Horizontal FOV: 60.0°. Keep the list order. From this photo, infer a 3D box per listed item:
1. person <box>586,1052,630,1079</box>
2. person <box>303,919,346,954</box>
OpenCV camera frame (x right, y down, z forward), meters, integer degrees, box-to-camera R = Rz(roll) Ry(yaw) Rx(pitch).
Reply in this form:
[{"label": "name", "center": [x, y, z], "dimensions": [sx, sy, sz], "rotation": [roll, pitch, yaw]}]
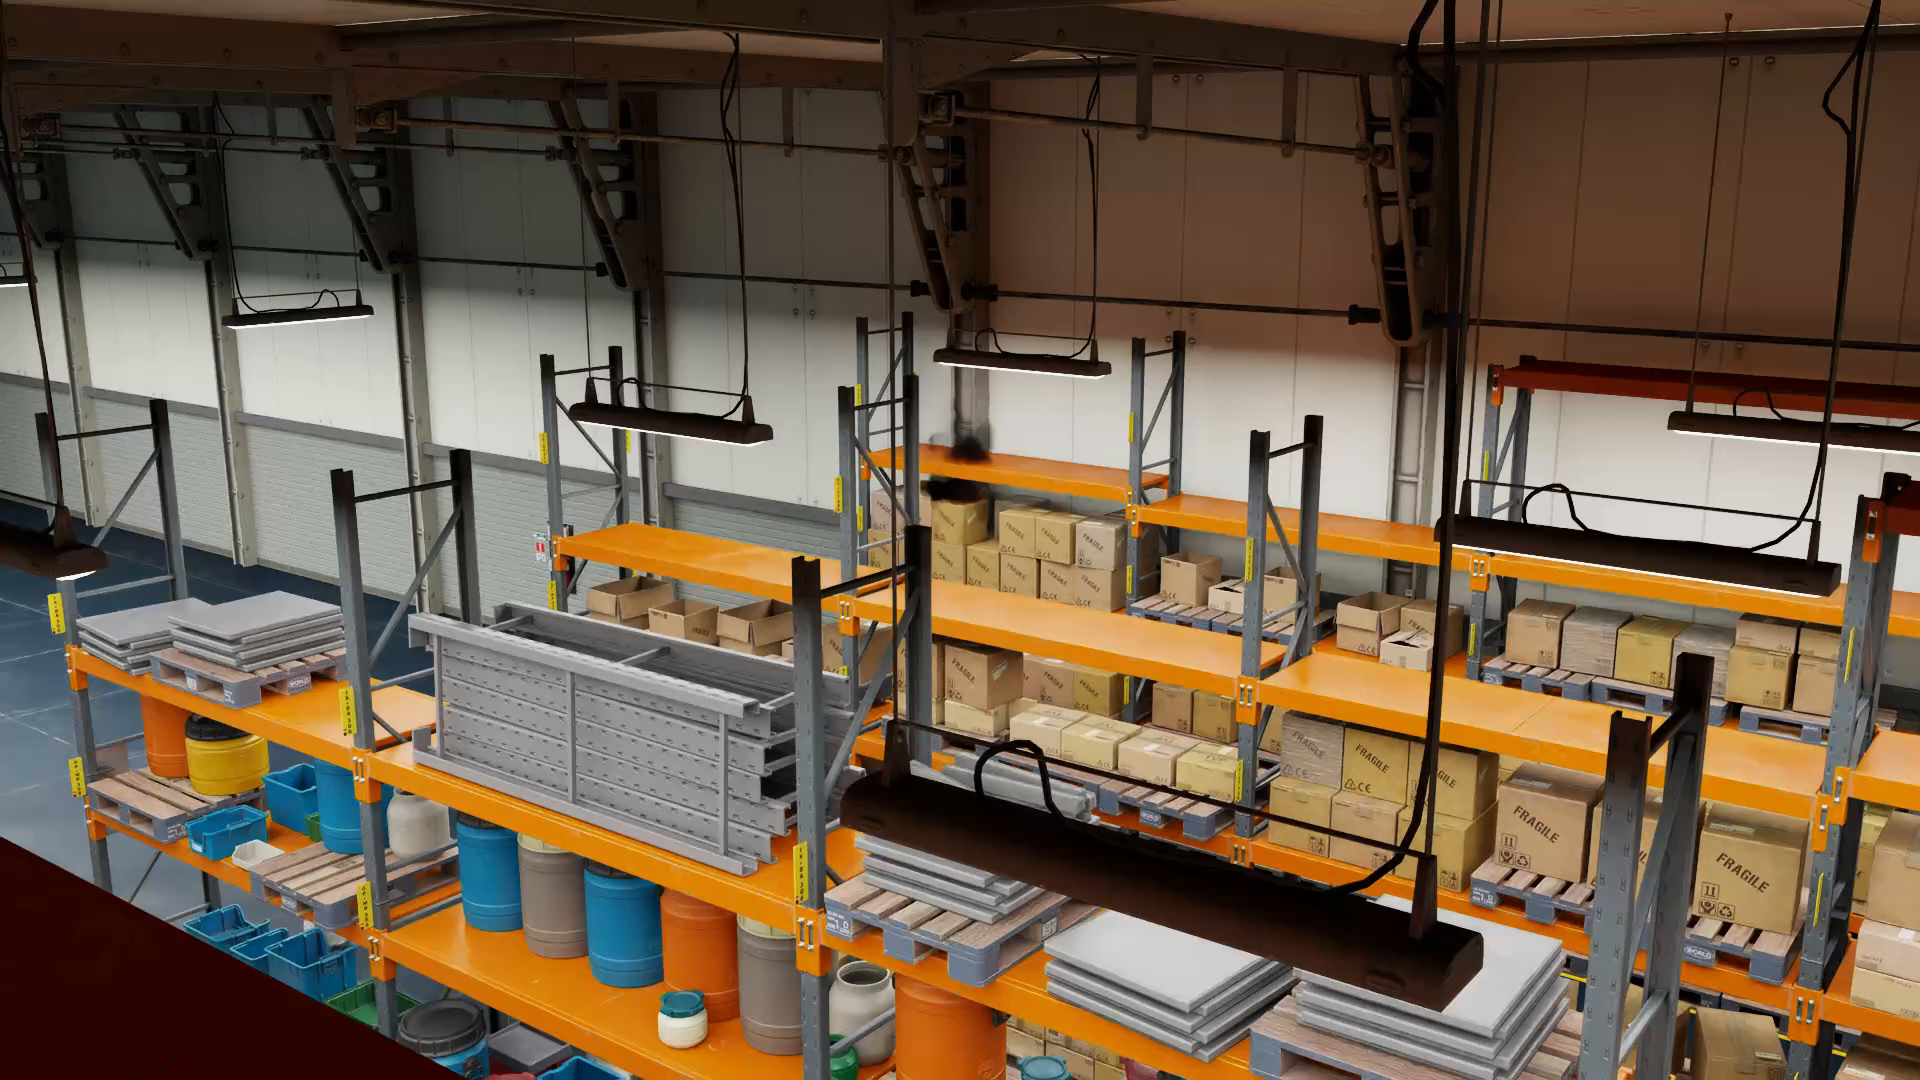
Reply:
[{"label": "person", "center": [-3.015, 4.045, 14.029], "dimensions": [0.882, 1.680, 0.568], "rotation": [6, 15, 26]}, {"label": "person", "center": [-6.000, 3.756, 15.676], "dimensions": [0.526, 1.541, 0.565], "rotation": [8, 15, 32]}]
